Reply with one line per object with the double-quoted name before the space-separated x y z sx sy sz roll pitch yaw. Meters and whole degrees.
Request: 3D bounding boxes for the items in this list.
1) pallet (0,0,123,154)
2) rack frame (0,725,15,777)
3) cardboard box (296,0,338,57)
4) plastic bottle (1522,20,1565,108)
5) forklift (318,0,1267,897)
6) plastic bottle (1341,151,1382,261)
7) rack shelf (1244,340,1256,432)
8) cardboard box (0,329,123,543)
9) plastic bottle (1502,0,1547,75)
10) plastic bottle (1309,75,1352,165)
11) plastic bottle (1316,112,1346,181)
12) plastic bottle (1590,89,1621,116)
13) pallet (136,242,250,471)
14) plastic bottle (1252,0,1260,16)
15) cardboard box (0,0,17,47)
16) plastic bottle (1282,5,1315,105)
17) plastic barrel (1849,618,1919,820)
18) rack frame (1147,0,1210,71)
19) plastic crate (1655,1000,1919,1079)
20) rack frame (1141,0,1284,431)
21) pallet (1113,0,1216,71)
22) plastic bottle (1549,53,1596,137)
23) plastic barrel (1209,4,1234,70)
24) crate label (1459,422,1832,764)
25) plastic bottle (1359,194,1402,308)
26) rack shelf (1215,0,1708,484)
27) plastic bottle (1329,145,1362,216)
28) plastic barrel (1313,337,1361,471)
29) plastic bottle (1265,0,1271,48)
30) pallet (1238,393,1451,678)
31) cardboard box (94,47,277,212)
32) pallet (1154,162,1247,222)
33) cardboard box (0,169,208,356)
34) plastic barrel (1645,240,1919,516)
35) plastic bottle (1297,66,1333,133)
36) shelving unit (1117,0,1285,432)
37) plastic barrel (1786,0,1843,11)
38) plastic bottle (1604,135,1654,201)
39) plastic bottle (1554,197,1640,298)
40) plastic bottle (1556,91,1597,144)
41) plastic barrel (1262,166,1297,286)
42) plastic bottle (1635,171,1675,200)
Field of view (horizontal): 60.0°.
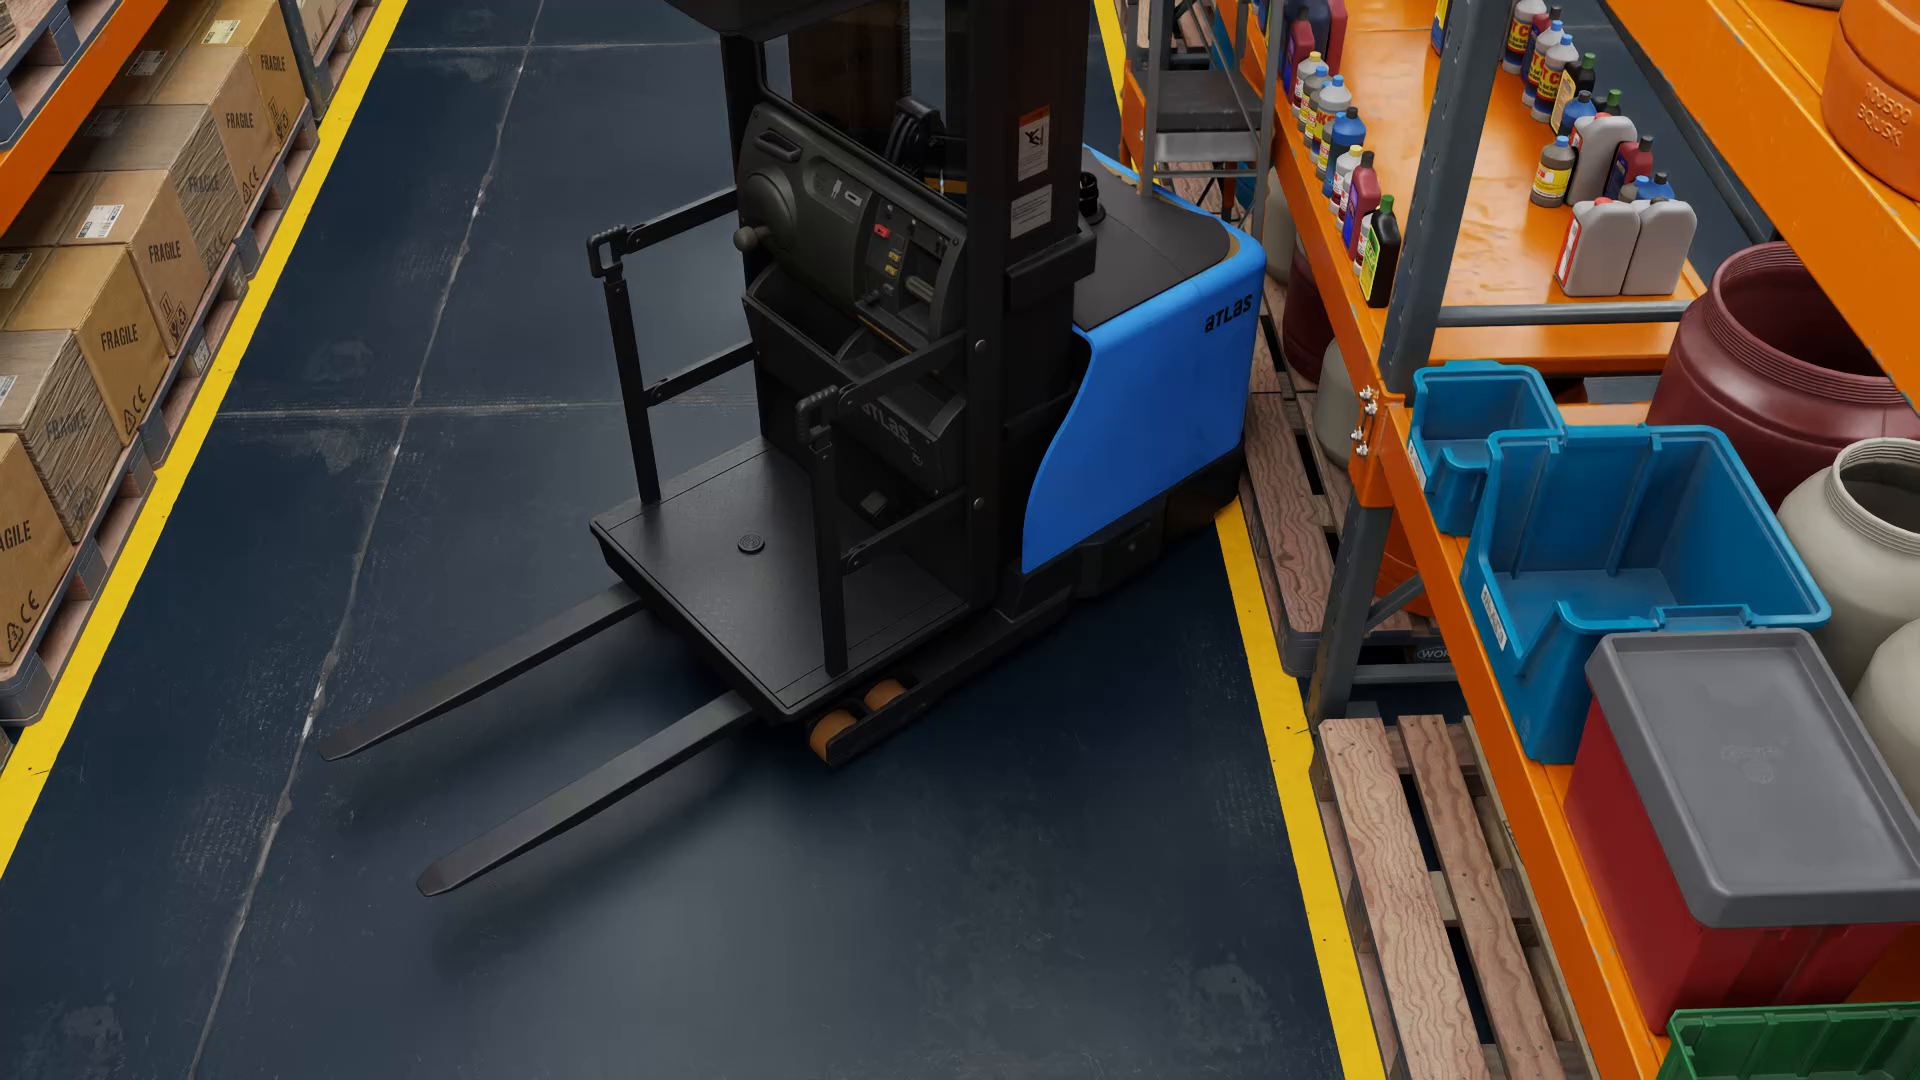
"pallet" -3.460 -1.661 5.484 1.003 0.211 1.213 -2 43 -2
"rack frame" -3.373 -0.419 3.987 1.000 3.000 0.127 -2 43 -2
"cardboard box" -3.345 -2.579 8.009 0.500 0.311 0.500 -2 43 -2
"plastic bottle" 1.864 -1.515 5.278 0.097 0.271 0.097 0 43 0
"forklift" -0.475 -0.808 4.462 3.031 2.935 1.130 -30 50 -29
"plastic bottle" 1.123 -0.932 4.633 0.061 0.283 0.133 -2 43 -2
"rack shelf" 0.769 -0.666 5.860 0.431 0.518 0.480 -1 30 -2
"cardboard box" -3.135 -0.328 5.412 0.500 0.500 0.500 -3 43 -3
"plastic bottle" 1.854 -1.671 5.448 0.097 0.271 0.097 0 43 0
"plastic bottle" 1.120 -1.269 5.009 0.097 0.271 0.097 0 43 0
"plastic bottle" 1.124 -1.177 4.961 0.097 0.201 0.097 0 43 0
"plastic bottle" 1.901 -1.221 4.948 0.061 0.283 0.133 -2 43 -2
"pallet" -3.416 -0.717 6.376 1.003 0.211 1.213 -2 43 -2
"plastic bottle" 1.076 -1.961 5.765 0.097 0.271 0.097 0 43 0
"cardboard box" -3.360 -1.655 4.951 0.700 0.500 0.500 6 43 6
"plastic bottle" 1.084 -1.548 5.305 0.061 0.283 0.133 -2 43 -2
"plastic barrel" 1.851 0.373 3.040 0.421 0.512 0.421 0 43 0
"rack frame" 1.406 -3.259 7.085 1.000 3.000 0.127 -2 43 -2
"plastic crate" 1.390 1.053 2.538 0.450 0.188 0.662 -2 43 -2
"rack frame" 0.779 -1.160 5.290 0.400 2.100 0.015 -1 30 -2
"pallet" 1.336 -2.726 8.568 1.003 0.211 1.213 -2 43 -2
"plastic bottle" 1.891 -1.376 5.118 0.061 0.283 0.133 -2 43 -2
"plastic barrel" 1.412 -2.272 7.251 0.600 0.901 0.708 -2 43 -2
"crate label" 1.348 0.107 3.387 0.502 0.435 0.616 -2 43 -2
"plastic bottle" 1.133 -0.776 4.463 0.061 0.283 0.133 -2 43 -2
"rack shelf" 1.491 -1.643 5.855 1.077 0.370 4.000 -2 43 -2
"plastic bottle" 1.132 -1.046 4.818 0.097 0.201 0.097 0 43 0
"plastic barrel" 1.425 -0.504 5.611 0.421 0.512 0.421 0 43 0
"plastic bottle" 1.071 -1.762 5.539 0.061 0.283 0.133 -2 43 -2
"pallet" 1.501 -0.061 5.661 1.003 0.211 1.213 -2 43 -2
"cardboard box" -3.223 -1.701 6.910 0.500 0.500 0.500 -2 43 -2
"pallet" 1.397 -1.708 7.458 1.003 0.211 1.213 -2 43 -2
"cardboard box" -3.178 -1.019 6.166 0.500 0.500 0.500 -3 43 -3
"plastic barrel" 1.898 -0.304 3.761 0.600 0.536 0.708 -2 43 -2
"plastic bottle" 1.111 -1.374 5.176 0.097 0.201 0.097 0 43 0
"shelving unit" 0.768 -1.282 5.500 0.431 2.100 0.503 -1 30 -2
"plastic barrel" 1.394 -1.288 2.344 0.600 0.901 0.600 0 43 0
"plastic bottle" 1.912 -1.040 4.751 0.061 0.283 0.133 -2 43 -2
"plastic bottle" 1.729 -0.809 4.505 0.152 0.276 0.135 -2 43 -2
"plastic bottle" 1.823 -1.202 4.936 0.097 0.271 0.097 0 43 0
"plastic barrel" 1.377 -1.267 6.442 0.421 0.512 0.421 0 43 0
"plastic bottle" 1.903 -0.891 4.598 0.097 0.271 0.097 0 43 0
